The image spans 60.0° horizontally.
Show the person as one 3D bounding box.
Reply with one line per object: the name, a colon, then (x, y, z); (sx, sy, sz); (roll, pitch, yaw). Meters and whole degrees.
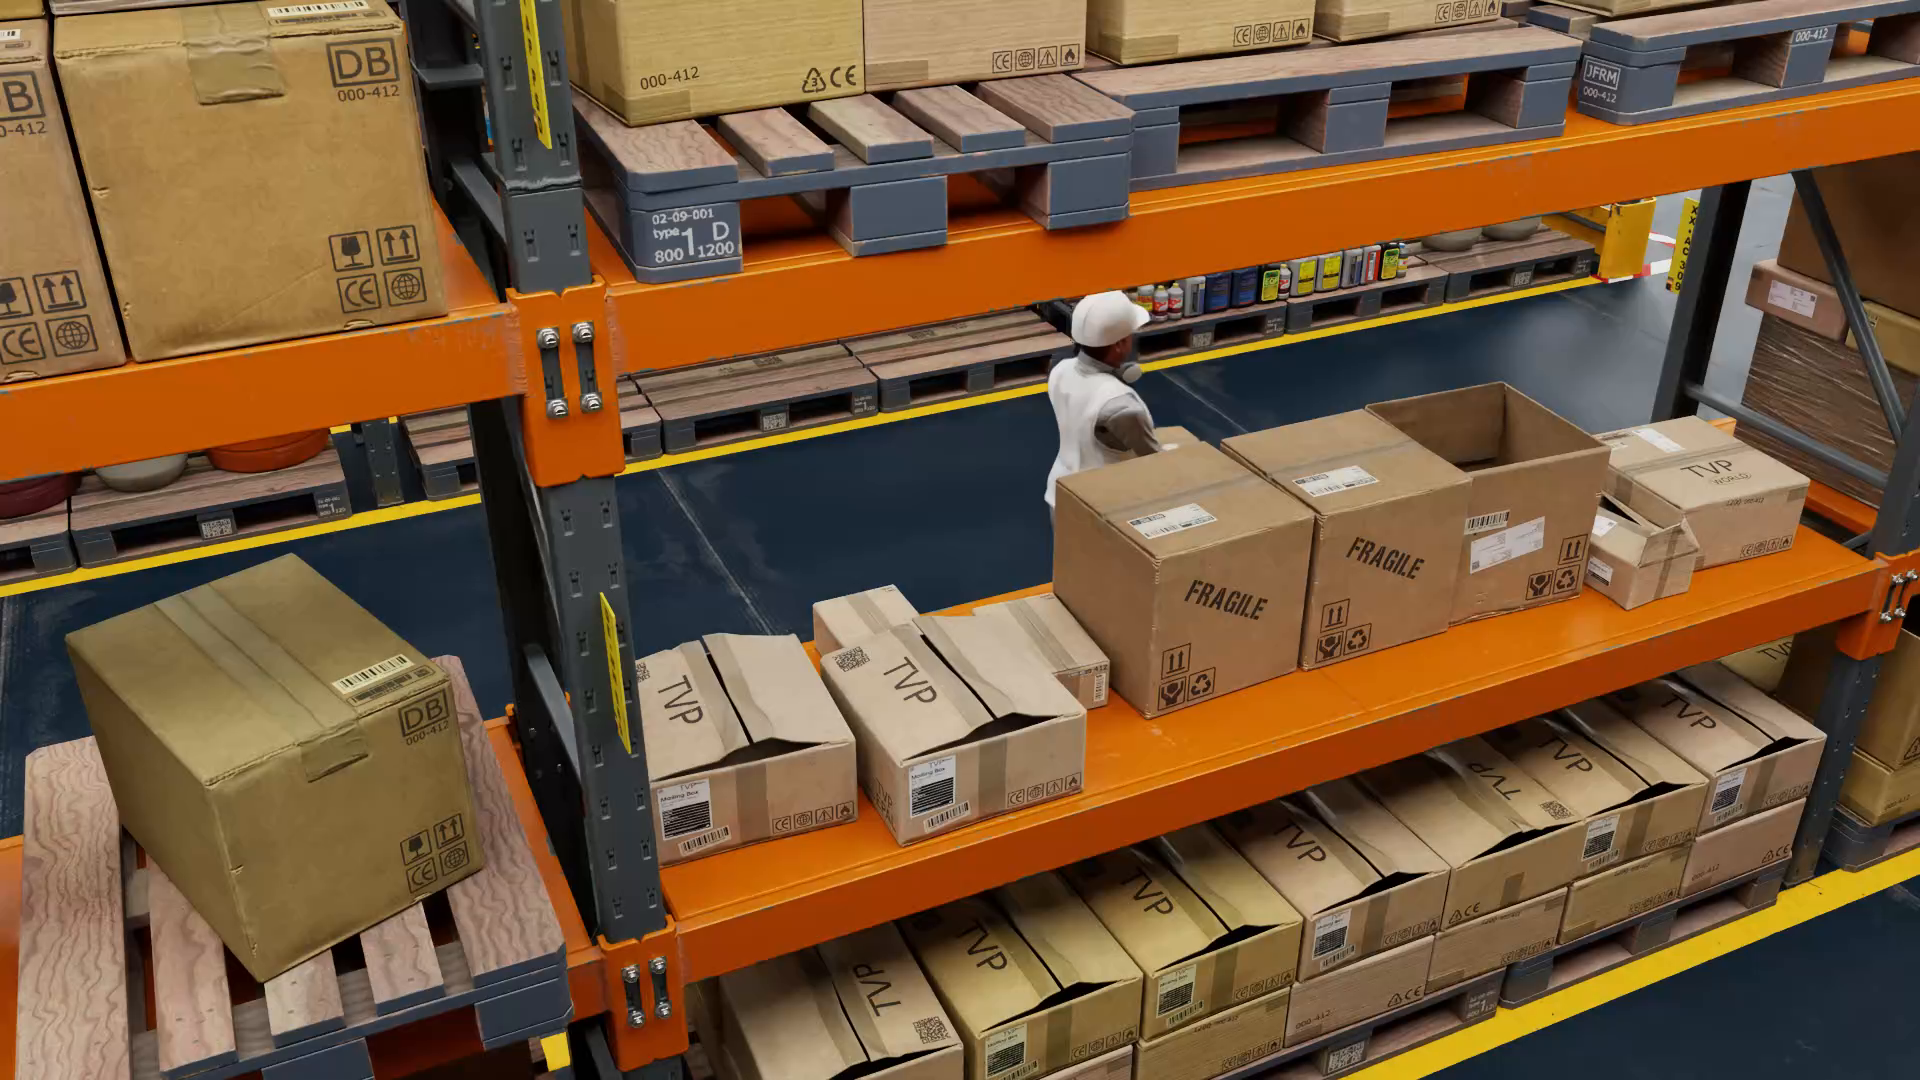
person: (0.612, -0.133, 6.342); (0.558, 1.772, 0.495); (-13, 32, -22)
